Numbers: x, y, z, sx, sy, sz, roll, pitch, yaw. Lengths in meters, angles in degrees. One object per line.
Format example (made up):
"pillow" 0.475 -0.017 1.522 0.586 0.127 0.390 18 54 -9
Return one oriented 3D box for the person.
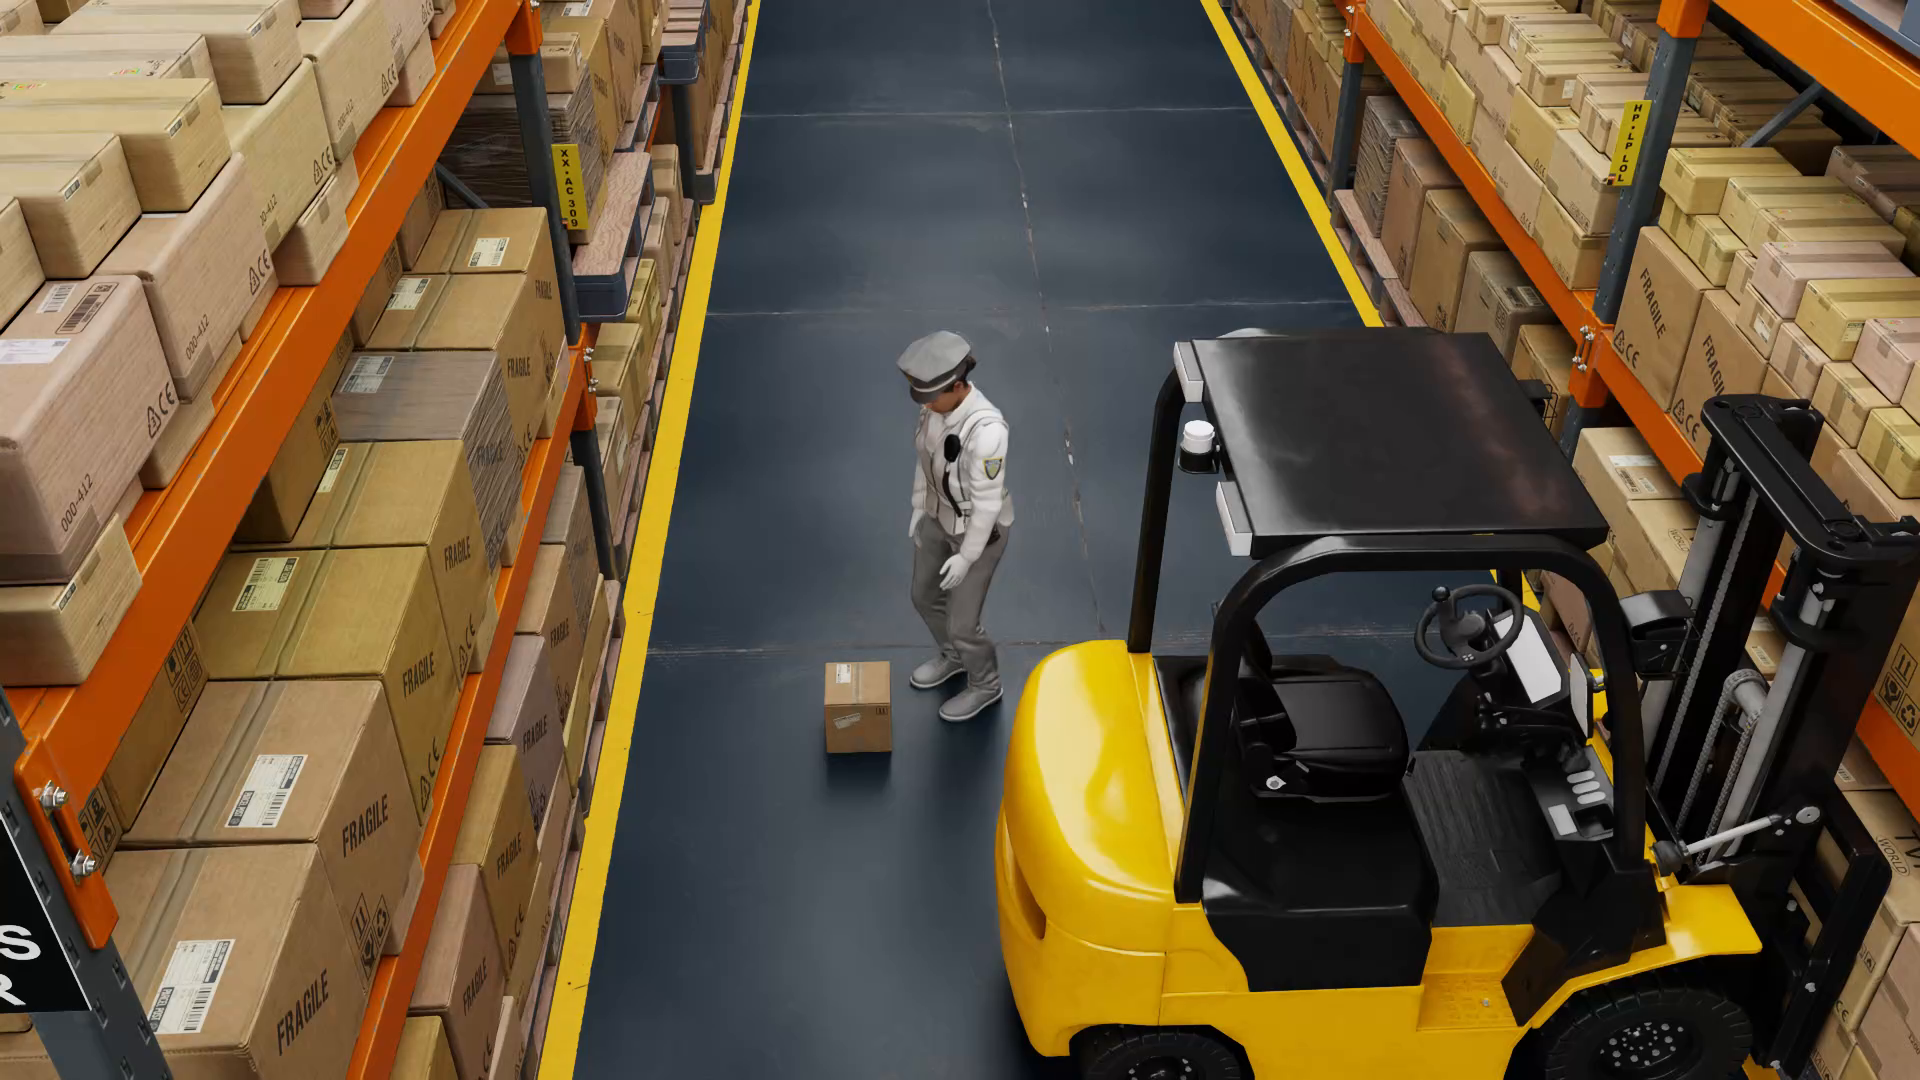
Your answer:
"person" -0.013 -0.033 6.227 0.428 1.635 0.496 -19 40 -24
